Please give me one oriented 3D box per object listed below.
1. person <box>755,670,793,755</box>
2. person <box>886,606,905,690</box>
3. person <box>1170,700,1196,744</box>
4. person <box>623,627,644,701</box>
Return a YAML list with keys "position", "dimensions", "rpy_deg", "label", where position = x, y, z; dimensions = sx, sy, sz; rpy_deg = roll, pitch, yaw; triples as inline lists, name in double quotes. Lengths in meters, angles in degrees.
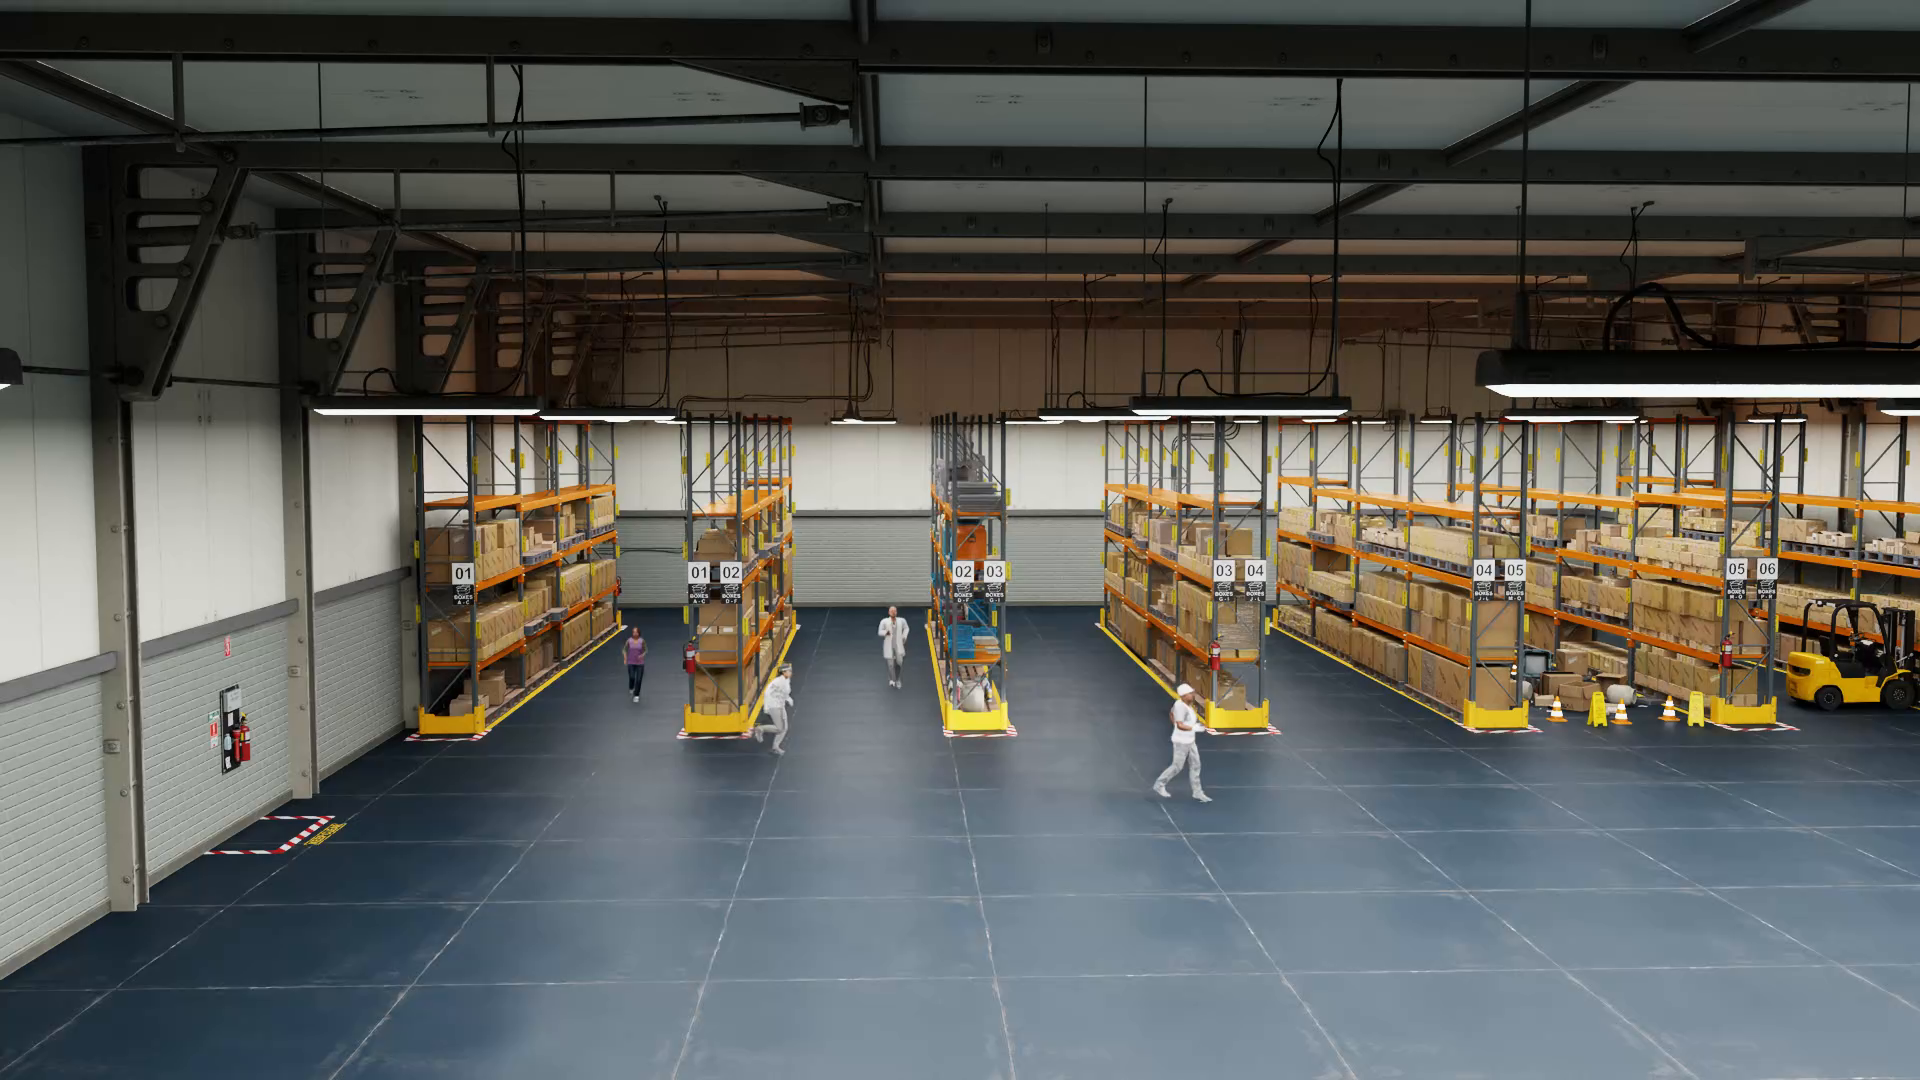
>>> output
- position: [-3.239, 2.966, 29.187]
  dimensions: [0.664, 1.564, 0.601]
  rpy_deg: [1, 4, 17]
  label: "person"
- position: [-1.440, 2.361, 36.313]
  dimensions: [0.650, 1.812, 0.731]
  rpy_deg: [0, 4, -6]
  label: "person"
- position: [3.374, 2.773, 25.349]
  dimensions: [0.458, 0.635, 0.636]
  rpy_deg: [1, 4, 21]
  label: "person"
- position: [-6.757, 2.590, 34.516]
  dimensions: [0.469, 1.559, 0.549]
  rpy_deg: [-1, 4, -13]
  label: "person"
